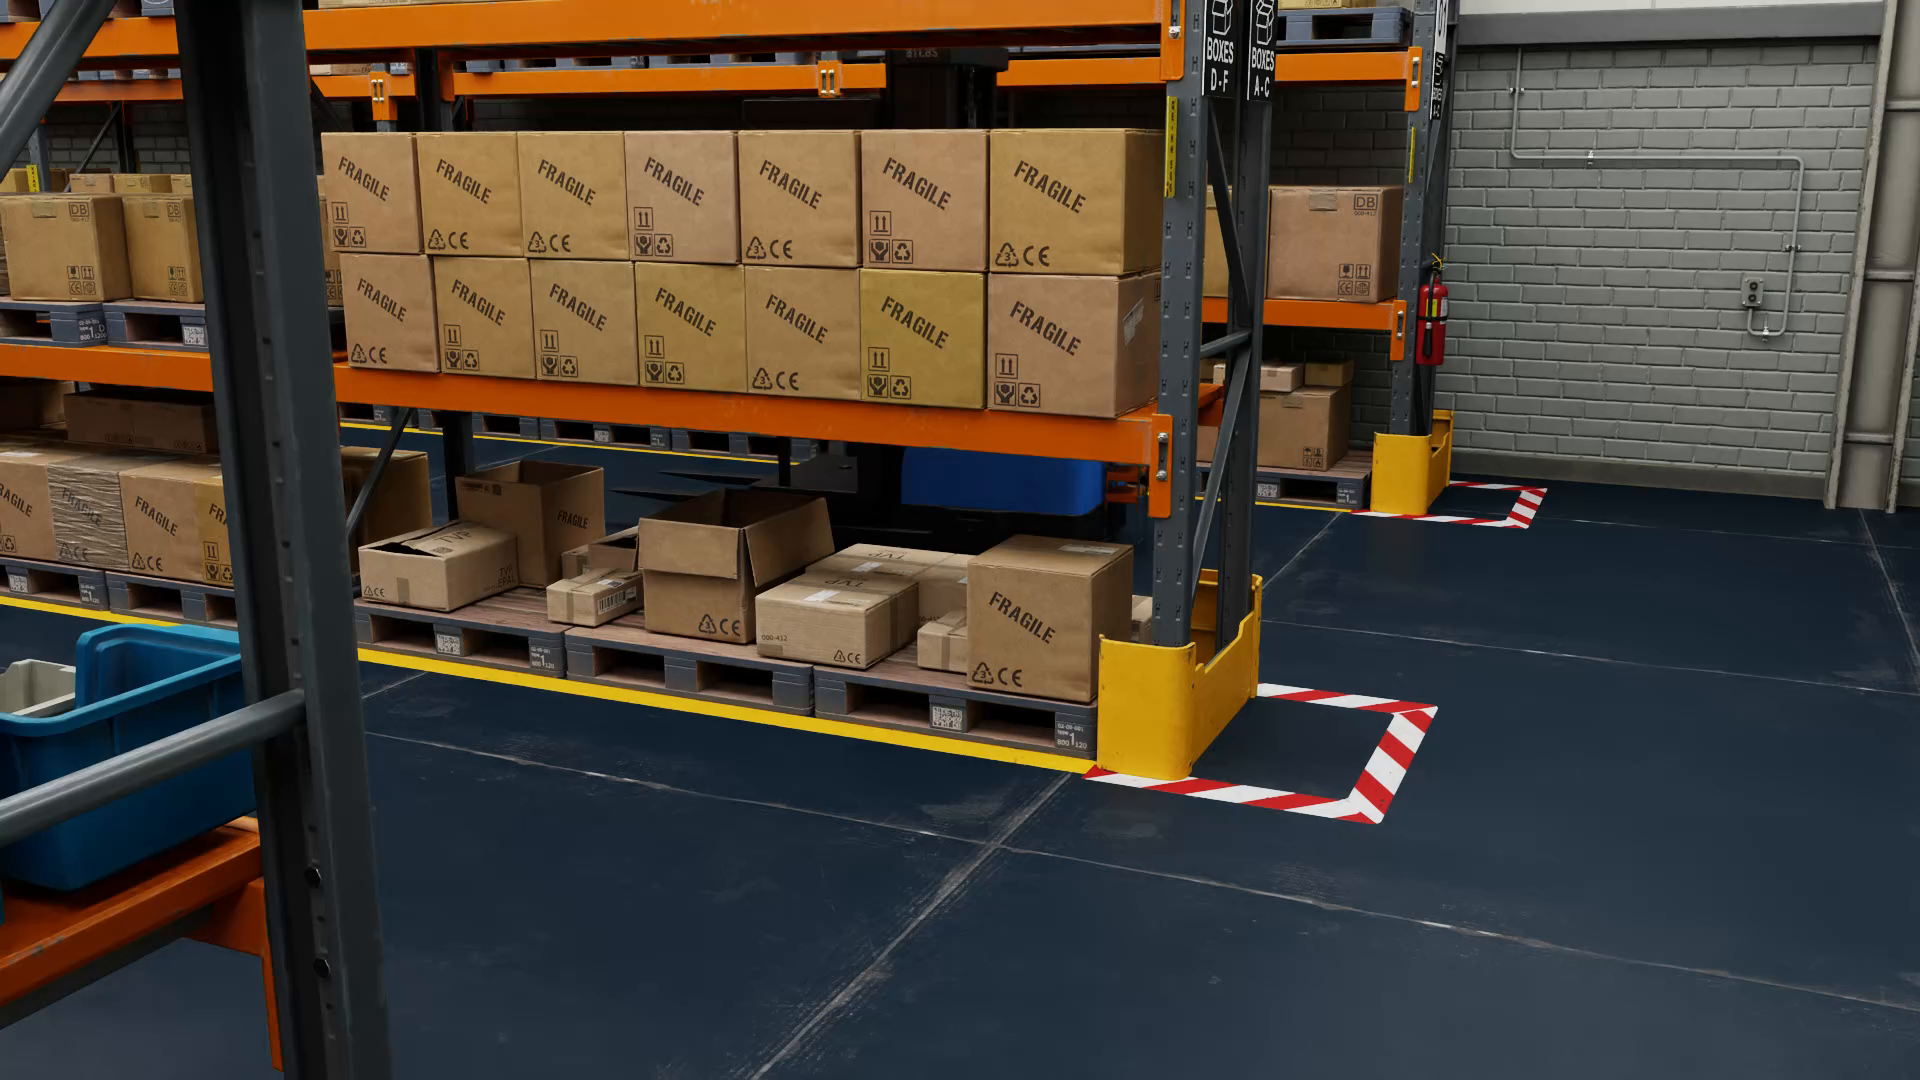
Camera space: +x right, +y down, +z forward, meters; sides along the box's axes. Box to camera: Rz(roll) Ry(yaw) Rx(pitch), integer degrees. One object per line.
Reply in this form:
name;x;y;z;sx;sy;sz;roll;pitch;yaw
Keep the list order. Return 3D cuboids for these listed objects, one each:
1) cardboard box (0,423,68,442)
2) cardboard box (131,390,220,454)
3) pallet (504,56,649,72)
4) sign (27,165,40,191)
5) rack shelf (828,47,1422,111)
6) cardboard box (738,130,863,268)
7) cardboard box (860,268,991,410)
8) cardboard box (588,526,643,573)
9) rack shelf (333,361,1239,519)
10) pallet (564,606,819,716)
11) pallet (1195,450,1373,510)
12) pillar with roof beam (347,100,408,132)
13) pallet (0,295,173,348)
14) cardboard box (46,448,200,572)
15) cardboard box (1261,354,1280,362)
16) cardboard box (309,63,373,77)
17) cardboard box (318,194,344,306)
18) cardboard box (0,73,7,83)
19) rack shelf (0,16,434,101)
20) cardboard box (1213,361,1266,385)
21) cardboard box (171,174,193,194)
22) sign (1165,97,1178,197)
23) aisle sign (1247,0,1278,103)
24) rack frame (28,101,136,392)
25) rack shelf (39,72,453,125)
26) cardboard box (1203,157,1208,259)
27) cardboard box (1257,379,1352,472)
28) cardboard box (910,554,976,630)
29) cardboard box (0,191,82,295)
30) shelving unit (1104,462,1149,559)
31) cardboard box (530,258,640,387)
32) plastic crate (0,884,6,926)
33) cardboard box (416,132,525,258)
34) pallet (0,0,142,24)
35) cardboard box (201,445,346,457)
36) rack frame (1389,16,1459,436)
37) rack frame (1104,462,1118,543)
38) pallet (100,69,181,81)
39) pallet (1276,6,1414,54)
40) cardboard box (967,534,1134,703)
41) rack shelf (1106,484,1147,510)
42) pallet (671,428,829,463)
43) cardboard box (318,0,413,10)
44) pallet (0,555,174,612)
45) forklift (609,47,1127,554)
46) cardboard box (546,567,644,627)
cardboard box;-4.941;-0.364;9.250;0.500;0.500;0.500;5;14;21
cardboard box;-3.965;-0.633;8.754;0.500;0.250;0.500;6;14;23
pallet;-2.727;-3.705;12.824;1.213;0.211;1.003;7;15;26
sign;-8.231;-3.165;14.783;0.005;0.325;0.100;6;14;23
rack shelf;1.125;-3.043;11.164;4.000;0.370;1.077;6;14;23
cardboard box;-0.506;-1.325;6.429;0.500;0.500;0.500;6;15;25
cardboard box;-0.045;-0.793;6.349;0.500;0.500;0.500;6;14;24
cardboard box;-1.385;0.075;7.791;0.500;0.311;0.500;6;14;23
rack shelf;-0.878;-0.547;7.096;4.000;0.370;1.077;6;14;23
pallet;-0.960;0.451;7.369;1.213;0.211;1.003;6;14;23
pallet;2.191;-0.447;11.200;1.213;0.211;1.003;6;14;23
pillar with roof beam;-6.943;-4.810;10.556;0.400;9.000;9.100;6;14;23
pallet;-4.584;-1.180;8.639;1.213;0.211;1.003;6;14;23
cardboard box;-4.181;-0.160;8.377;0.500;0.500;0.500;6;14;24
cardboard box;2.005;-1.171;11.314;0.250;0.149;0.380;6;14;23
cardboard box;-5.128;-3.925;13.499;0.500;0.311;0.500;6;14;23
cardboard box;-3.049;-1.426;8.129;0.500;0.500;0.700;1;13;4
cardboard box;-8.582;-4.372;14.991;0.500;0.500;0.500;6;15;25
rack shelf;-4.535;-2.378;8.330;4.000;0.370;1.077;6;14;23
cardboard box;1.848;-1.092;10.975;0.250;0.149;0.380;6;15;25
cardboard box;-6.444;-2.959;14.616;0.500;0.500;0.700;8;15;31
sign;0.707;-1.316;5.570;0.005;0.325;0.100;6;14;23
aisle sign;1.132;-2.033;6.162;0.004;0.787;0.394;6;14;23
rack frame;-8.018;-2.858;15.368;0.127;3.000;1.000;6;14;23
rack shelf;-6.189;-3.783;14.318;4.000;0.370;1.077;6;14;23
cardboard box;0.652;-1.344;6.509;0.500;0.500;0.500;6;15;25
cardboard box;2.273;-0.779;11.060;0.500;0.500;0.700;6;14;23
cardboard box;0.111;0.256;7.153;0.500;0.250;0.500;6;14;23
cardboard box;-4.984;-1.547;8.641;0.500;0.500;0.700;9;16;34
shelving unit;0.943;-0.511;9.304;0.189;1.200;0.258;5;14;19
cardboard box;-1.425;-0.934;6.949;0.500;0.500;0.500;6;14;23
plastic crate;-1.441;0.283;1.772;0.499;0.435;0.616;6;14;23
cardboard box;-1.918;-1.468;7.037;0.500;0.500;0.500;5;14;21
pallet;-4.224;-2.622;8.207;1.003;0.211;1.213;6;14;23
cardboard box;-3.542;-0.222;8.645;0.500;0.500;0.500;6;14;24
rack frame;2.954;-1.747;10.636;0.127;3.000;1.000;6;14;23
rack frame;0.857;-0.519;9.333;0.006;1.200;0.240;5;14;19
pallet;-6.547;-4.052;14.302;1.003;0.211;1.213;6;14;23
pallet;2.271;-3.231;10.586;1.213;0.211;1.003;6;14;23
cardboard box;0.354;0.291;6.455;0.500;0.500;0.500;6;14;23
rack shelf;0.941;-0.235;9.369;0.180;0.103;0.258;5;14;19
pallet;-1.440;-0.816;12.769;1.213;0.211;1.003;6;14;23
cardboard box;-2.362;-2.373;7.065;0.500;0.250;0.500;6;14;23
pallet;-4.585;0.095;8.887;1.213;0.211;1.003;6;14;23
forklift;-0.588;-1.473;9.618;3.031;2.935;1.130;5;14;19
cardboard box;-1.616;0.245;7.385;0.250;0.166;0.380;6;14;23
